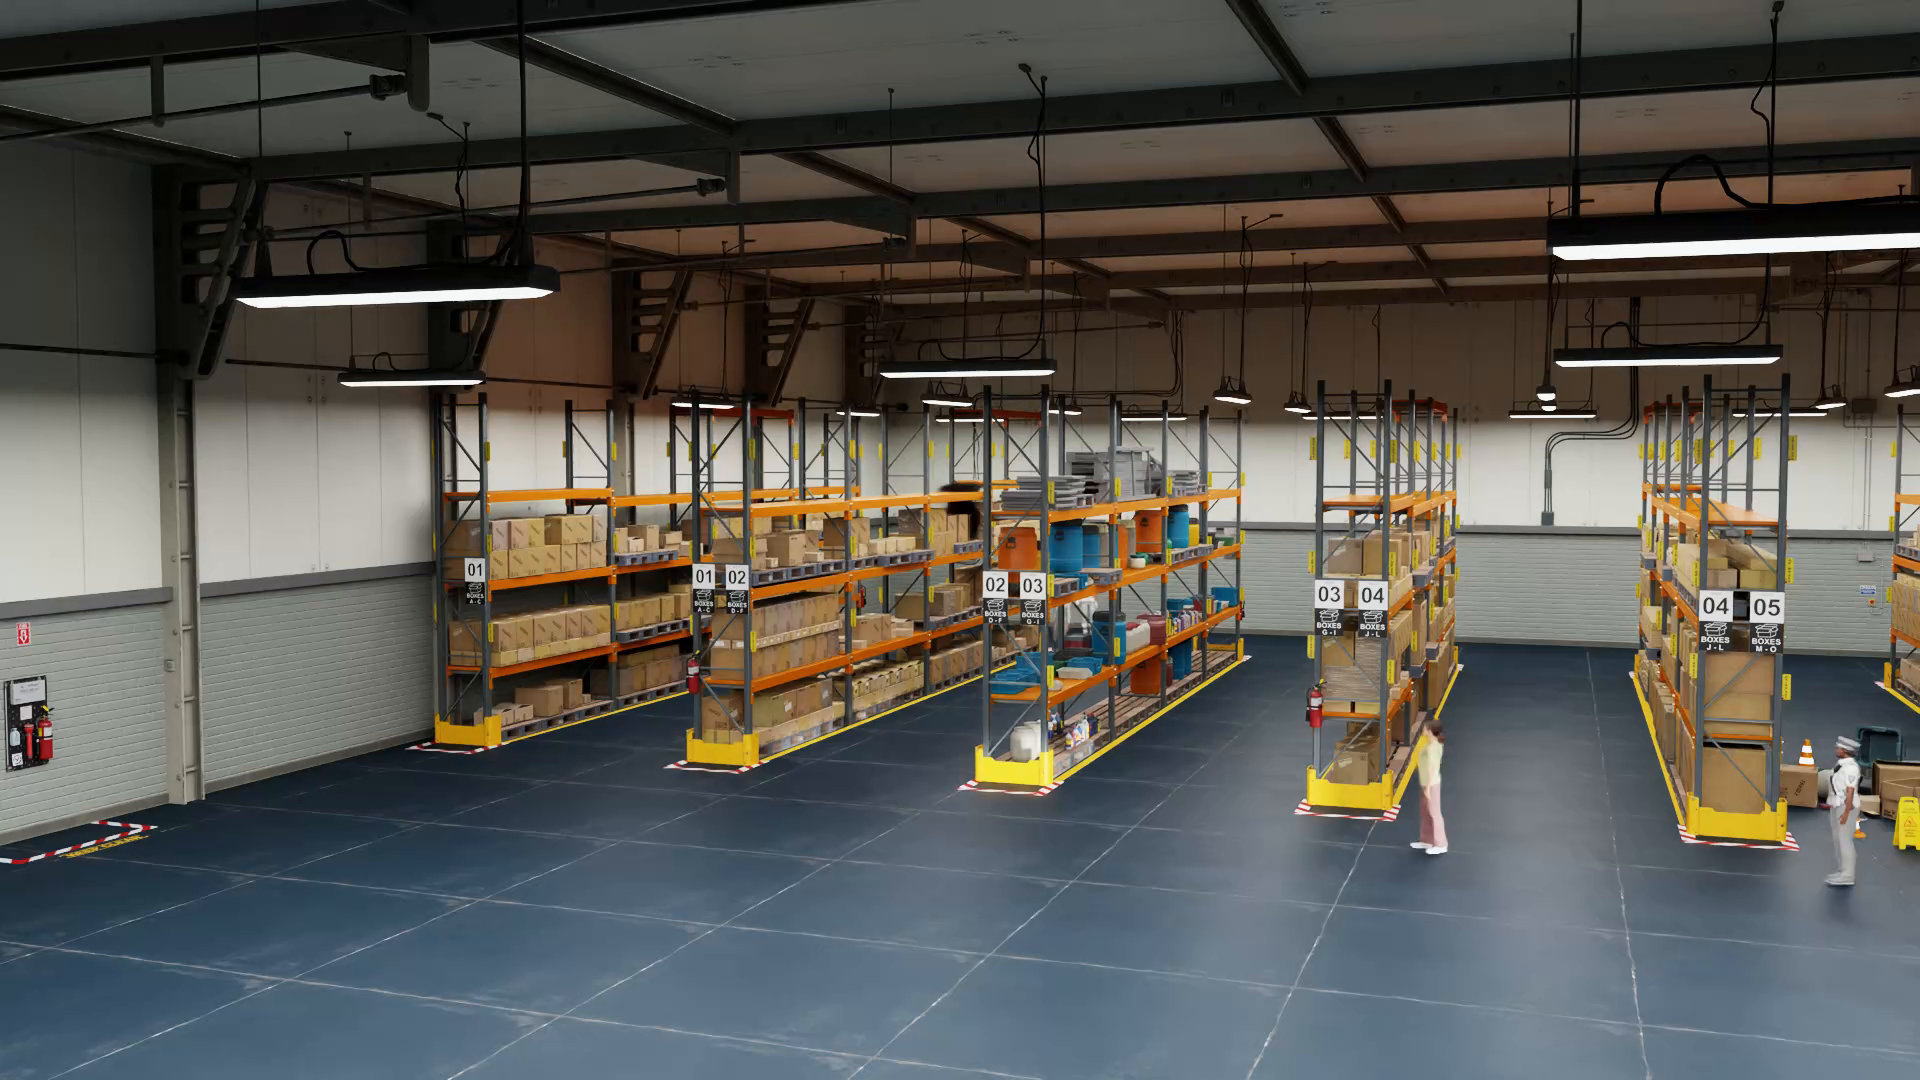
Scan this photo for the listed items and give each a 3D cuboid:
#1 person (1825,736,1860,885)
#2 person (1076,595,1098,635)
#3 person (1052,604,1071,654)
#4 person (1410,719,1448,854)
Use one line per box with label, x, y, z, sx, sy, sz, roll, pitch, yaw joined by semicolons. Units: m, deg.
person;10.226;3.138;19.317;0.446;1.700;0.534;0;3;0
person;3.431;1.724;44.933;0.607;1.807;0.511;-1;3;-15
person;2.367;2.026;38.512;0.425;1.573;0.504;1;3;13
person;5.871;3.058;20.733;0.407;1.676;0.542;0;3;6
